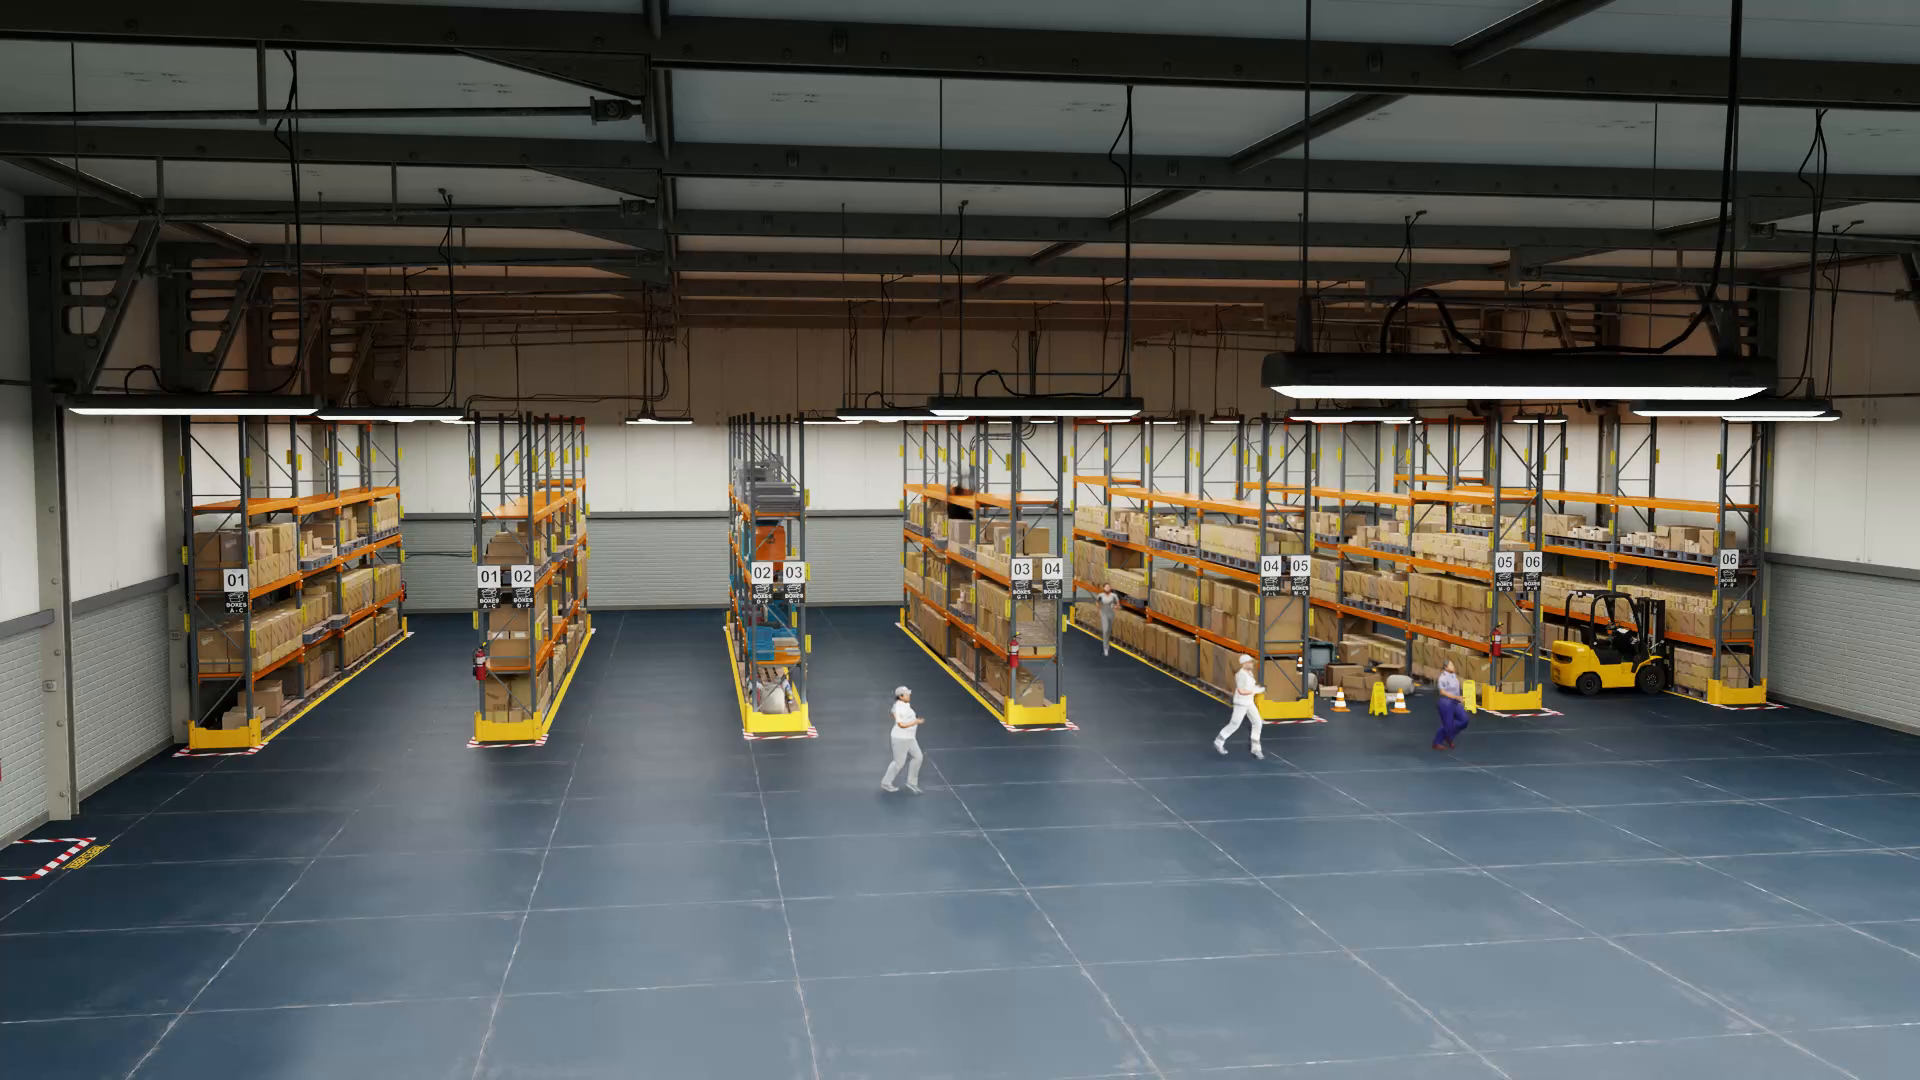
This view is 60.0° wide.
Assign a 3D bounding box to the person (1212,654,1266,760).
[{"bbox_3d":[4.860,2.875,28.749,0.929,1.835,0.675,3,5,33],"label":"person"}]

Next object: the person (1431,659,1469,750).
[{"bbox_3d":[8.675,2.913,29.397,0.570,1.611,0.608,3,5,41],"label":"person"}]

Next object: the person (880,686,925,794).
[{"bbox_3d":[-0.885,3.133,25.905,0.708,1.719,0.585,1,4,12],"label":"person"}]

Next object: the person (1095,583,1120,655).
[{"bbox_3d":[3.553,1.963,40.003,0.565,1.532,0.787,0,4,-7],"label":"person"}]
